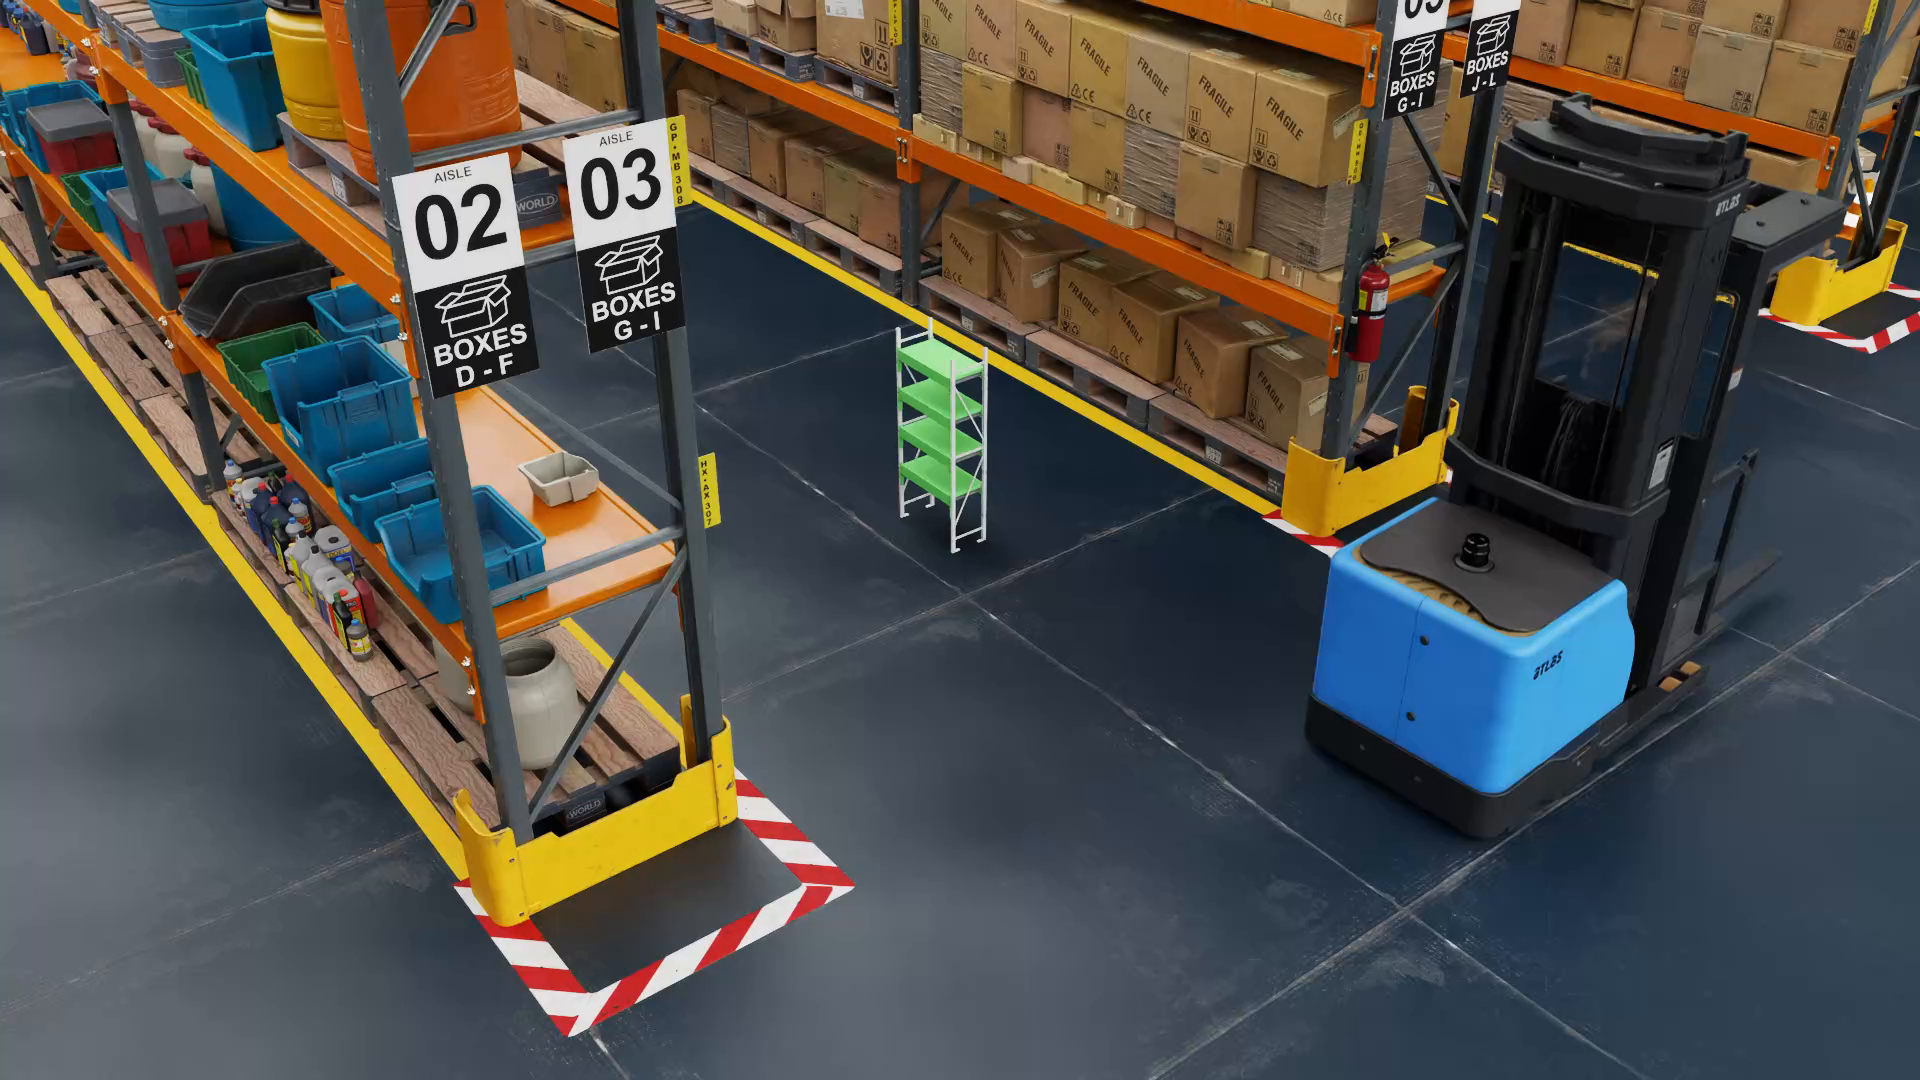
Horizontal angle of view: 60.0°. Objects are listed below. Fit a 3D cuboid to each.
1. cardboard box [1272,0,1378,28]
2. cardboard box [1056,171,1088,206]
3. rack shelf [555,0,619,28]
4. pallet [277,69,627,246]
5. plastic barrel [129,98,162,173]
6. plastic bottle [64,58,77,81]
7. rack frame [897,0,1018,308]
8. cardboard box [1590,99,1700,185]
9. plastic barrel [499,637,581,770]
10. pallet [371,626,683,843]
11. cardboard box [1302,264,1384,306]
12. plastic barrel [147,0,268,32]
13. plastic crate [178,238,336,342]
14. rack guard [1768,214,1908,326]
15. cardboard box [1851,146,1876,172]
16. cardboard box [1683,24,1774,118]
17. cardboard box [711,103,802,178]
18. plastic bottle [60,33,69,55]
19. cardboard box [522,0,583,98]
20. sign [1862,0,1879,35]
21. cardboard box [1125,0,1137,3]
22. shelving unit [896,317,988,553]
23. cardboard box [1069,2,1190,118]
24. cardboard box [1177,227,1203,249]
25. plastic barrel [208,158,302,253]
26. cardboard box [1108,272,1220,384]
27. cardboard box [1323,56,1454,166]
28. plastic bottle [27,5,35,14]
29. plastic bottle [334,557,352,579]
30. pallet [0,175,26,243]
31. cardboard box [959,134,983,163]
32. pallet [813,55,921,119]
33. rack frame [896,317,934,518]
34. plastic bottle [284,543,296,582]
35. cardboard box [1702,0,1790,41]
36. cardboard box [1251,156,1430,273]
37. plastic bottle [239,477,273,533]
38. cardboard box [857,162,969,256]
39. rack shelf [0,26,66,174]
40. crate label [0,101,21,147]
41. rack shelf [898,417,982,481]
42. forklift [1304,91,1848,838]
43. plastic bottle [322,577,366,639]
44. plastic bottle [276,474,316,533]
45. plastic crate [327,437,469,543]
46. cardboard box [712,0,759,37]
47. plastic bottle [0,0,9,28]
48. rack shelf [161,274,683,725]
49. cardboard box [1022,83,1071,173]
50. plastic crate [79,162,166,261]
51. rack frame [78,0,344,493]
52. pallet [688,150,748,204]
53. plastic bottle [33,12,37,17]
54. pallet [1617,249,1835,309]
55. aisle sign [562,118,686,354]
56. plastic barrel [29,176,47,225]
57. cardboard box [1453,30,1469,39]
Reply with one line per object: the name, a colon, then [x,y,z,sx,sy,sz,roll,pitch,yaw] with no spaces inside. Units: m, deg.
cardboard box: [1.961,-2.832,8.493,0.500,0.250,0.500,-21,38,-30]
cardboard box: [0.829,-2.255,10.503,0.380,0.149,0.250,-22,38,-31]
rack shelf: [-3.675,-5.365,15.953,1.077,0.370,4.000,-22,38,-31]
pallet: [-1.886,-1.471,6.338,1.003,0.211,1.213,-22,38,-31]
plastic barrel: [-5.037,-2.581,10.660,0.433,0.535,0.433,0,32,0]
plastic bottle: [-6.491,-3.417,12.254,0.152,0.276,0.135,-22,38,-31]
rack frame: [0.004,-3.170,11.737,1.000,3.000,0.127,-22,38,-31]
cardboard box: [5.428,-2.968,13.029,0.875,0.875,0.875,-23,39,-32]
plastic barrel: [-1.920,0.729,7.420,0.421,0.512,0.421,0,32,0]
pallet: [-2.033,0.928,7.783,1.003,0.211,1.213,-22,38,-31]
cardboard box: [2.119,-1.448,9.203,0.380,0.149,0.250,-22,38,-31]
plastic barrel: [-3.383,-2.783,7.399,0.600,0.901,0.708,-22,38,-31]
plastic crate: [-3.688,-1.282,8.756,0.767,0.338,0.504,-22,38,-31]
rack guard: [6.452,-1.993,12.213,1.175,0.500,0.348,-22,38,-31]
cardboard box: [7.886,-3.390,14.794,0.380,0.149,0.250,-4,32,-7]
cardboard box: [5.819,-3.491,12.113,0.875,0.550,0.550,-22,38,-31]
cardboard box: [-1.672,-3.462,14.160,0.700,0.500,0.500,-26,40,-35]
plastic bottle: [-6.988,-3.907,13.046,0.097,0.271,0.097,0,32,0]
cardboard box: [-3.396,-4.781,15.947,1.225,0.875,0.875,-22,38,-31]
sign: [6.000,-3.488,10.928,0.100,0.325,0.005,-22,38,-31]
cardboard box: [1.111,-3.248,10.539,0.500,0.500,0.500,-22,38,-31]
shelving unit: [-0.101,-0.579,9.271,0.258,1.200,0.503,-22,38,-31]
cardboard box: [1.008,-2.872,9.934,0.500,0.500,0.500,-22,38,-31]
cardboard box: [1.511,-1.867,9.877,0.380,0.149,0.250,-22,38,-31]
plastic barrel: [-3.906,-2.039,9.442,0.600,0.901,0.708,-22,38,-31]
cardboard box: [1.325,-1.390,10.843,0.500,0.500,0.500,-19,36,-27]
cardboard box: [2.335,-2.414,9.196,0.500,0.500,0.500,-22,38,-31]
plastic bottle: [-7.559,-4.274,13.633,0.152,0.276,0.135,-22,38,-31]
plastic bottle: [-3.182,0.181,8.577,0.097,0.201,0.097,0,32,0]
pallet: [-7.622,-2.873,13.902,1.003,0.211,1.213,-22,38,-31]
cardboard box: [0.216,-2.672,11.175,0.380,0.149,0.250,-22,38,-31]
pallet: [-0.350,-3.454,12.377,1.003,0.211,1.213,-22,38,-31]
rack frame: [-0.251,-0.680,9.435,0.240,1.200,0.015,-22,38,-31]
plastic bottle: [-3.470,0.109,8.693,0.097,0.201,0.097,0,32,0]
cardboard box: [5.830,-3.954,11.835,0.875,0.550,0.550,-22,38,-31]
cardboard box: [2.141,-1.910,9.332,0.875,0.500,0.500,-22,38,-31]
plastic bottle: [-3.839,-0.197,9.115,0.152,0.276,0.135,-21,37,-30]
cardboard box: [-0.356,-2.558,12.704,0.700,0.500,0.500,-26,40,-35]
rack shelf: [-7.588,-3.762,13.373,1.077,0.370,4.000,-22,38,-31]
crate label: [-6.399,-2.866,11.408,0.303,0.233,0.416,-22,38,-31]
rack shelf: [-0.101,-0.524,9.305,0.258,0.148,0.480,-22,38,-31]
forklift: [3.069,-0.596,7.658,3.031,2.935,1.130,-25,40,-34]
plastic bottle: [-3.061,0.332,8.263,0.152,0.276,0.135,-22,38,-31]
plastic bottle: [-3.627,-0.205,9.057,0.144,0.351,0.185,-22,38,-31]
plastic crate: [-2.393,-0.221,7.131,0.499,0.251,0.408,-22,38,-31]
cardboard box: [-1.603,-4.179,13.106,0.500,0.250,0.500,-23,39,-33]
plastic bottle: [-7.993,-4.480,13.893,0.144,0.351,0.185,-22,38,-31]
rack shelf: [-2.682,-0.428,8.005,1.077,0.370,4.000,-22,38,-31]
cardboard box: [0.896,-2.735,10.661,0.875,0.500,0.500,-22,38,-31]
plastic crate: [-4.831,-1.920,9.740,0.392,0.384,0.575,-22,38,-31]
rack frame: [-3.908,-1.567,9.157,1.000,3.000,0.127,-22,38,-31]
pallet: [-1.971,-3.326,14.632,1.003,0.211,1.213,-22,38,-31]
plastic bottle: [-7.433,-4.157,13.449,0.097,0.271,0.097,0,32,0]
pallet: [5.885,-2.189,12.801,1.003,0.211,1.213,-22,38,-31]
aisle sign: [-1.180,-1.069,5.892,0.394,0.787,0.004,-22,38,-31]
plastic barrel: [-7.092,-2.761,13.039,0.421,0.512,0.421,0,32,0]
cardboard box: [4.575,-4.424,13.615,0.875,0.550,0.550,-22,38,-31]
